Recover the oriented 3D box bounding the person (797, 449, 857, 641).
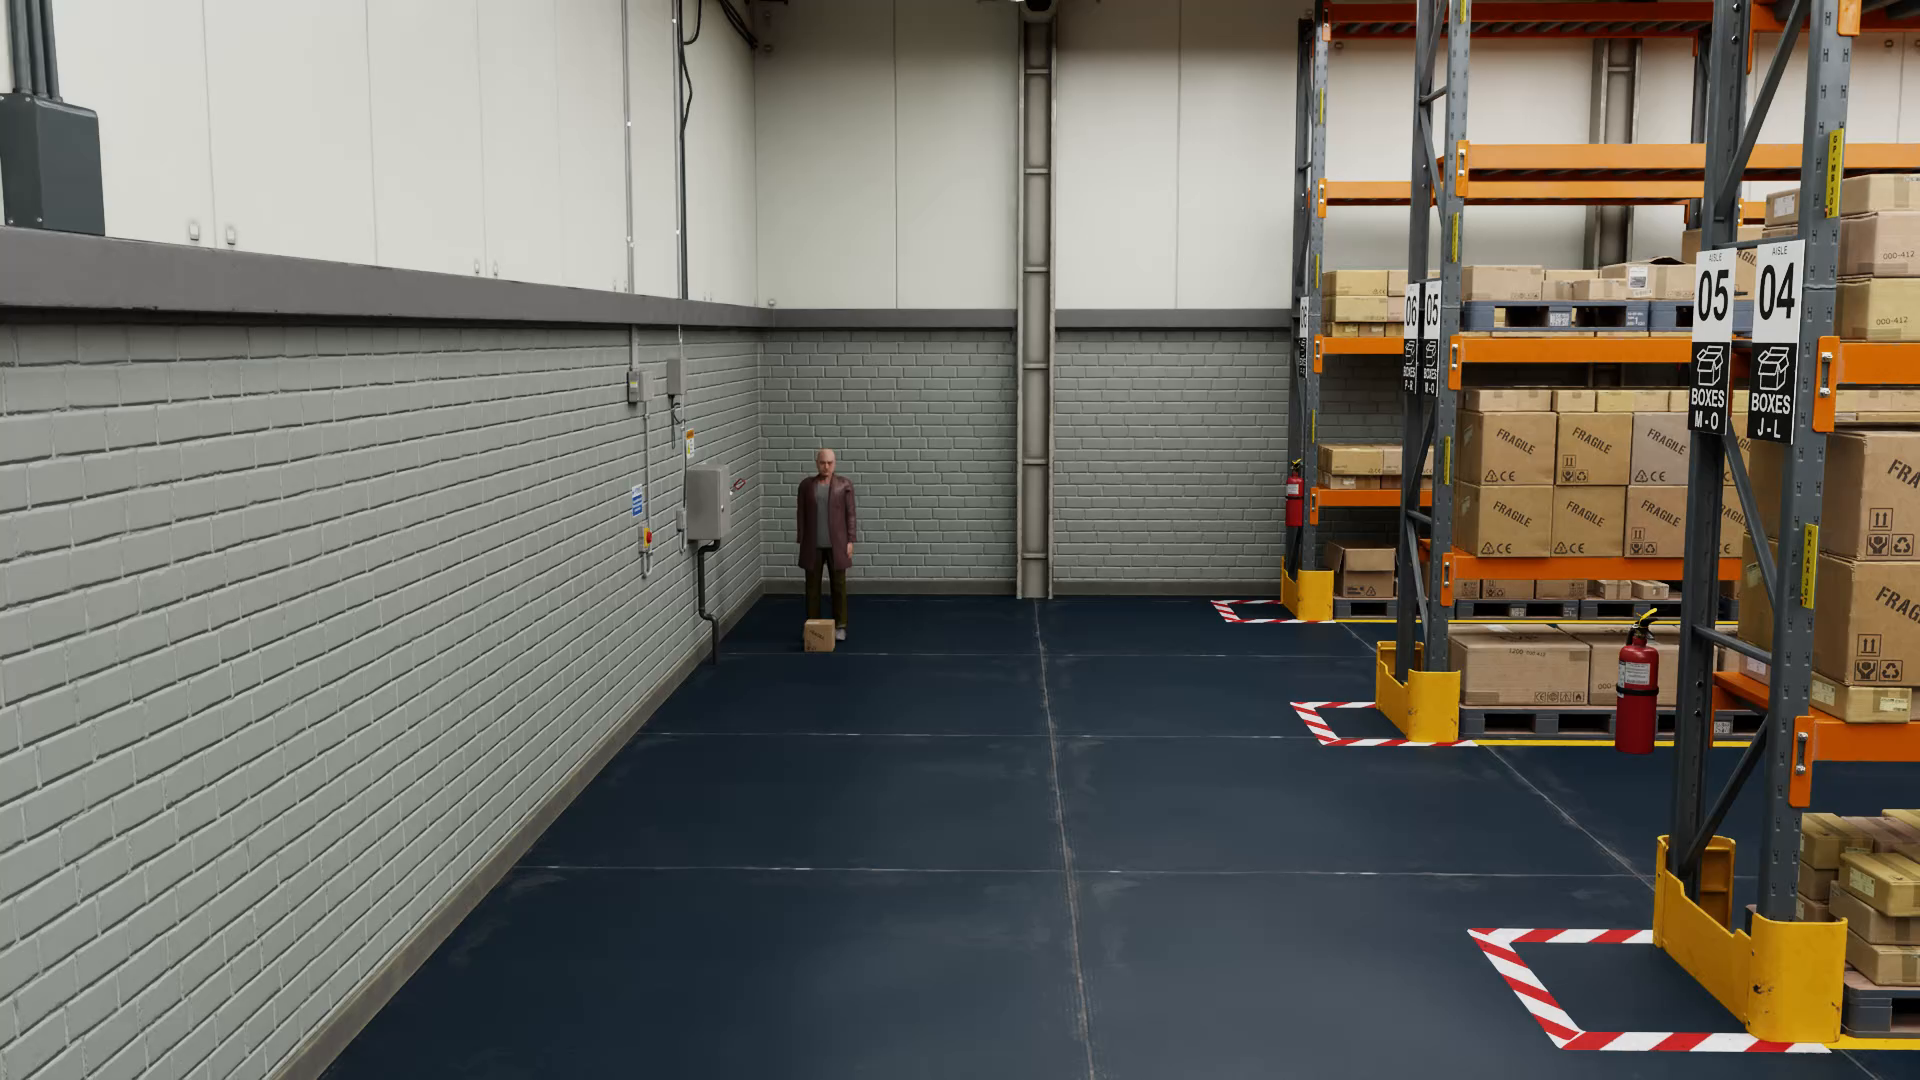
[{"bbox_3d":[-1.242,0.043,15.471,0.564,1.778,0.385,0,7,2],"label":"person"}]
